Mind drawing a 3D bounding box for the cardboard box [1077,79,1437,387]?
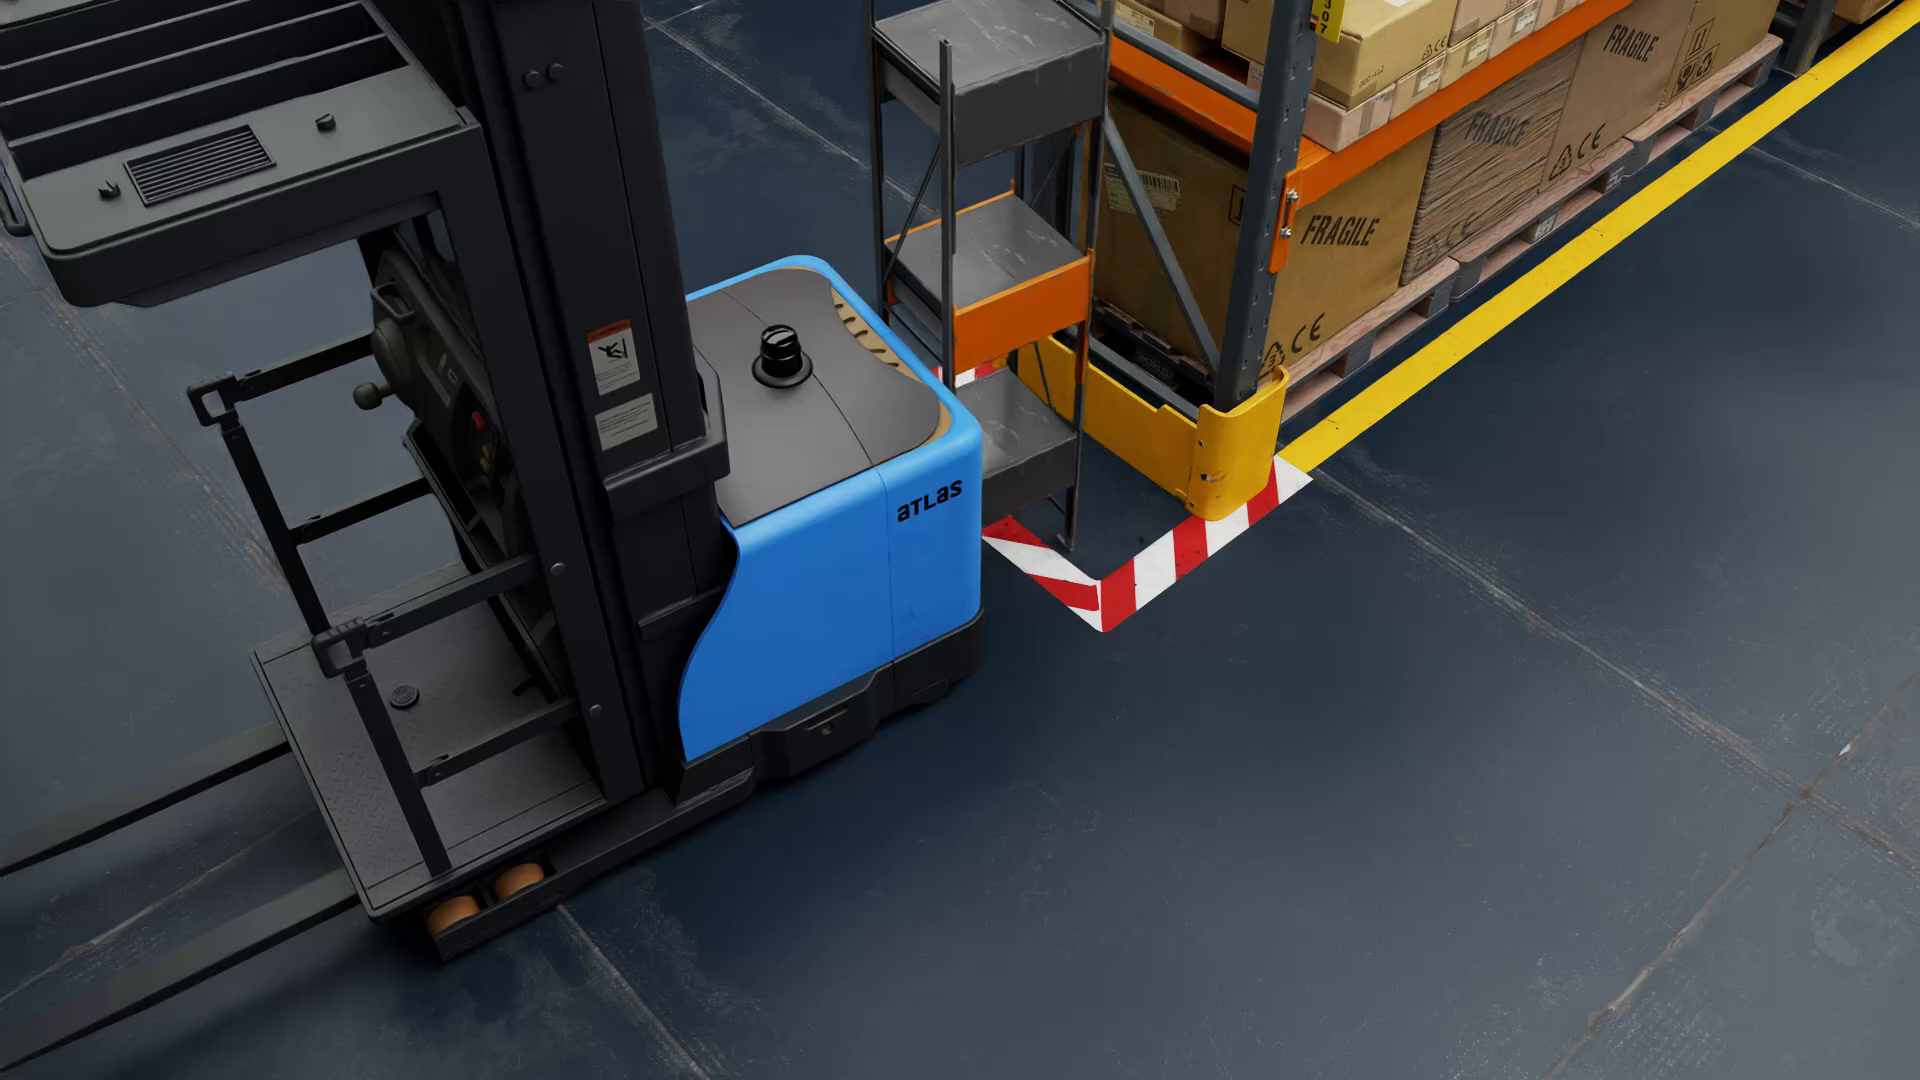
[{"bbox_3d":[1.047,-1.258,6.030,0.875,0.875,0.875,-34,56,-27],"label":"cardboard box"}]

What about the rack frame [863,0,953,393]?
[{"bbox_3d":[-0.134,-0.598,4.873,0.015,2.100,0.400,-25,52,-22],"label":"rack frame"}]

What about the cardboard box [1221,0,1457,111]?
[{"bbox_3d":[1.164,-1.617,5.101,0.500,0.250,0.500,-35,56,-28],"label":"cardboard box"}]

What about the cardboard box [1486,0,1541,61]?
[{"bbox_3d":[1.683,-1.771,5.514,0.250,0.149,0.380,-35,56,-28],"label":"cardboard box"}]

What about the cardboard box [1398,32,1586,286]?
[{"bbox_3d":[1.721,-1.708,6.445,0.875,0.875,0.875,-34,56,-27],"label":"cardboard box"}]

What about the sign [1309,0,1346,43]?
[{"bbox_3d":[0.997,-1.492,4.443,0.005,0.325,0.100,-34,56,-27],"label":"sign"}]

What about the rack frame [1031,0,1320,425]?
[{"bbox_3d":[0.628,-1.476,5.071,0.127,3.000,1.000,-34,56,-27],"label":"rack frame"}]

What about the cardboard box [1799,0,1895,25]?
[{"bbox_3d":[4.047,-3.203,7.825,0.875,0.875,1.225,-34,56,-27],"label":"cardboard box"}]

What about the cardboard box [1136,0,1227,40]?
[{"bbox_3d":[0.808,-1.910,5.371,0.500,0.250,0.500,-35,56,-28],"label":"cardboard box"}]

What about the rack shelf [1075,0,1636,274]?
[{"bbox_3d":[2.107,-2.221,6.248,4.000,0.370,1.077,-34,56,-27],"label":"rack shelf"}]

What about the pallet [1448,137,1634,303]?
[{"bbox_3d":[2.069,-1.569,7.054,1.213,0.211,1.003,-34,56,-27],"label":"pallet"}]

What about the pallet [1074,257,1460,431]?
[{"bbox_3d":[1.167,-0.969,6.500,1.213,0.211,1.003,-34,56,-27],"label":"pallet"}]

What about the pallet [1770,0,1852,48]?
[{"bbox_3d":[4.107,-2.931,8.311,1.213,0.211,1.003,-34,56,-27],"label":"pallet"}]

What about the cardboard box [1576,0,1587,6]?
[{"bbox_3d":[2.062,-2.024,5.748,0.250,0.149,0.380,-34,56,-27],"label":"cardboard box"}]

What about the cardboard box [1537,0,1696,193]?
[{"bbox_3d":[2.379,-2.148,6.851,0.875,0.875,0.875,-34,56,-27],"label":"cardboard box"}]

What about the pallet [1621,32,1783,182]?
[{"bbox_3d":[2.972,-2.175,7.613,1.213,0.211,1.003,-34,56,-27],"label":"pallet"}]

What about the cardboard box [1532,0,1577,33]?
[{"bbox_3d":[1.871,-1.896,5.630,0.250,0.149,0.380,-35,56,-28],"label":"cardboard box"}]

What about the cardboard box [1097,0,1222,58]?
[{"bbox_3d":[0.670,-1.746,5.491,0.250,0.149,0.380,-33,55,-27],"label":"cardboard box"}]

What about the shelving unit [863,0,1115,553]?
[{"bbox_3d":[0.071,-0.695,4.963,0.503,2.100,0.431,-25,52,-22],"label":"shelving unit"}]

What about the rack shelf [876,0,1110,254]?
[{"bbox_3d":[0.071,-1.161,4.458,0.480,0.518,0.431,-25,52,-22],"label":"rack shelf"}]

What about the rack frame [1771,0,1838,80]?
[{"bbox_3d":[3.587,-3.454,6.896,0.127,3.000,1.000,-34,56,-27],"label":"rack frame"}]

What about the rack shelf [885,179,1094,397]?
[{"bbox_3d":[0.071,-0.686,4.973,0.480,0.518,0.431,-25,52,-22],"label":"rack shelf"}]

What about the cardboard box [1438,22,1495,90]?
[{"bbox_3d":[1.490,-1.642,5.395,0.250,0.149,0.380,-35,56,-28],"label":"cardboard box"}]

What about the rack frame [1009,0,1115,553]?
[{"bbox_3d":[0.276,-0.793,5.053,0.015,2.100,0.400,-25,52,-22],"label":"rack frame"}]

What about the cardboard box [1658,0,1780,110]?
[{"bbox_3d":[3.045,-2.593,7.262,0.875,0.875,0.875,-34,56,-27],"label":"cardboard box"}]

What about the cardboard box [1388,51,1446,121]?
[{"bbox_3d":[1.301,-1.515,5.278,0.250,0.149,0.380,-35,56,-28],"label":"cardboard box"}]

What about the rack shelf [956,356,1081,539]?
[{"bbox_3d":[0.071,-0.211,5.487,0.480,0.518,0.431,-25,52,-22],"label":"rack shelf"}]

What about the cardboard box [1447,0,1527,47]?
[{"bbox_3d":[1.545,-1.877,5.341,0.500,0.250,0.500,-34,56,-28],"label":"cardboard box"}]

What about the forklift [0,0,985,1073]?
[{"bbox_3d":[-1.438,-0.283,4.017,3.031,2.935,1.130,-25,52,-22],"label":"forklift"}]

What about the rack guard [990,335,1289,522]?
[{"bbox_3d":[0.610,-0.617,5.979,0.348,0.500,1.175,-34,56,-27],"label":"rack guard"}]

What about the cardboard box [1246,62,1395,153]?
[{"bbox_3d":[1.112,-1.387,5.160,0.250,0.149,0.380,-33,55,-27],"label":"cardboard box"}]
